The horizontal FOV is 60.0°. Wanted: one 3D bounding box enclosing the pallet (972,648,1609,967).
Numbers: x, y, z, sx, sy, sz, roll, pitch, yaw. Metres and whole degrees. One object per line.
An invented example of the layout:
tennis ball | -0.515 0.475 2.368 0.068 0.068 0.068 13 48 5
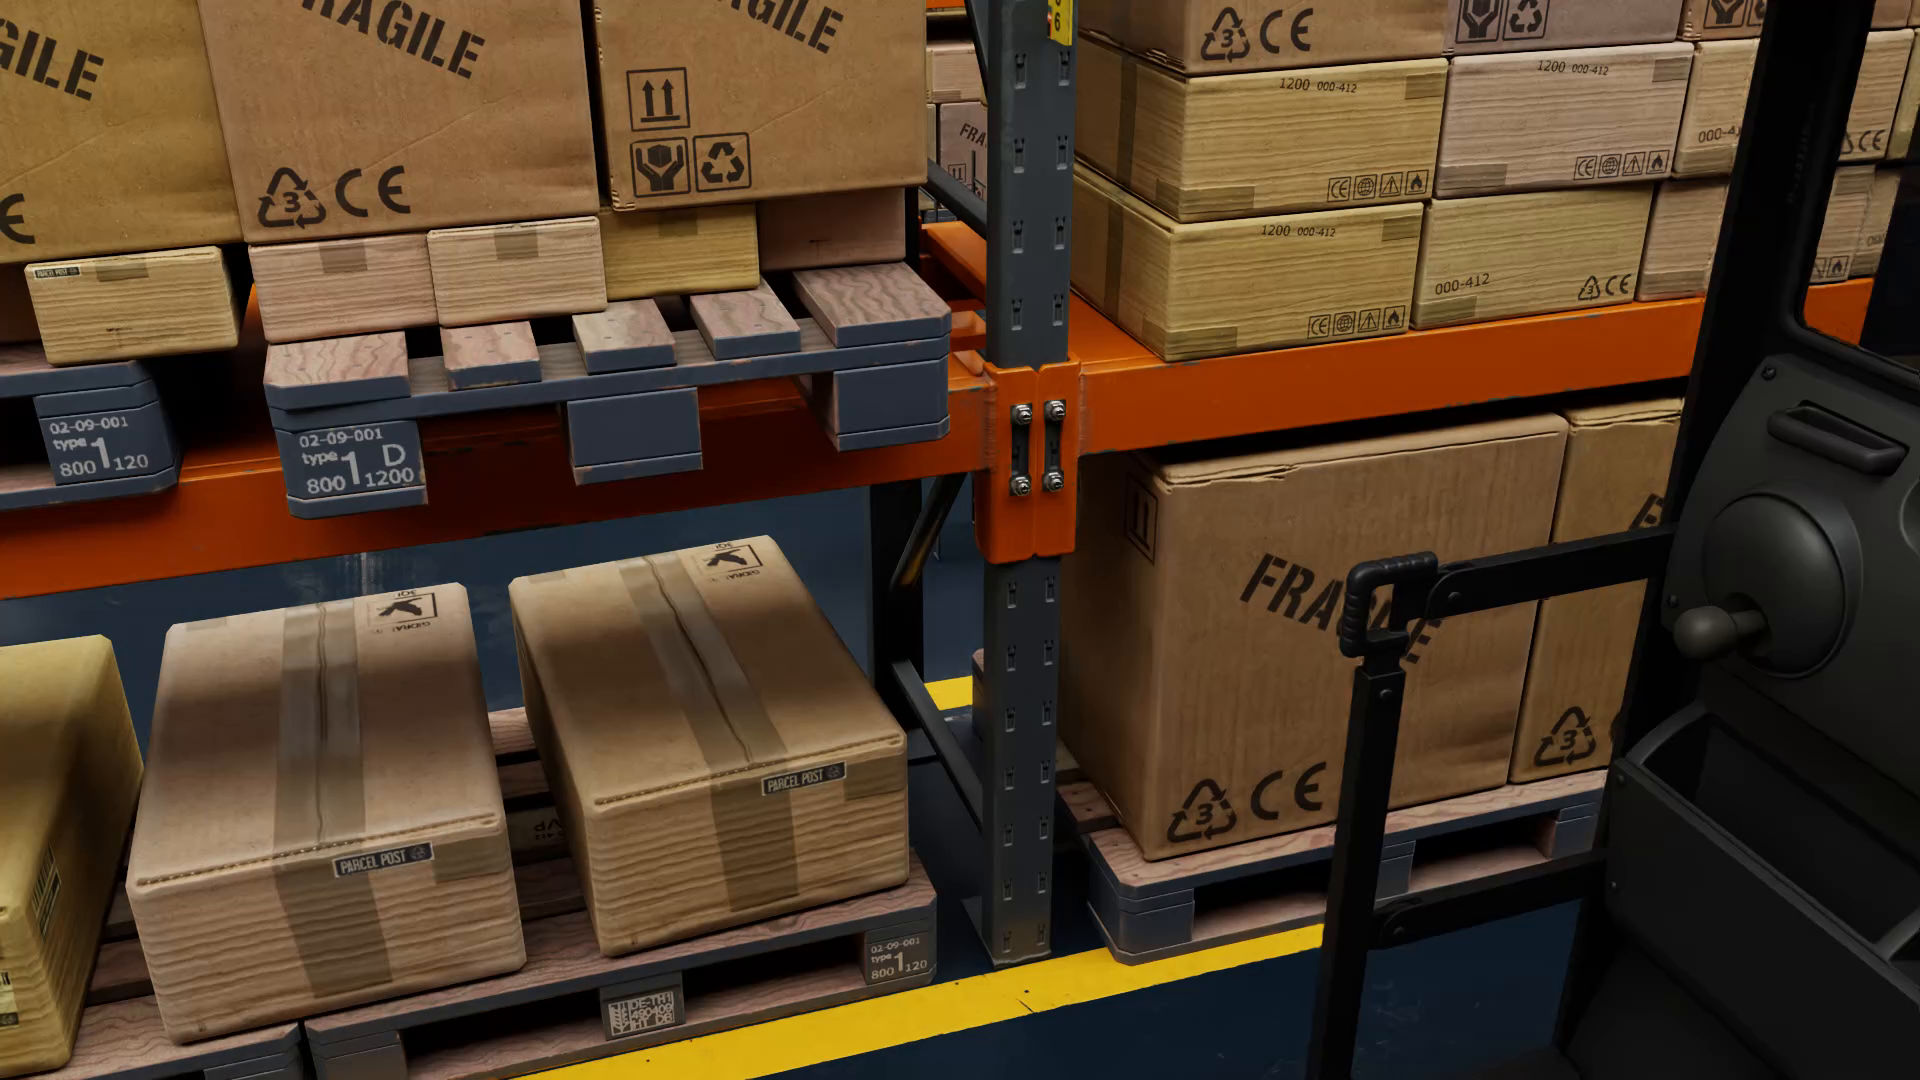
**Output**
pallet | 0.750 0.502 4.001 1.213 0.211 1.003 -8 28 -16

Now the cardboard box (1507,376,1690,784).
cardboard box | 1.509 -0.088 3.970 0.875 0.875 0.875 -8 27 -15

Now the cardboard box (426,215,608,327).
cardboard box | -0.720 -0.480 2.654 0.250 0.149 0.380 -8 28 -17

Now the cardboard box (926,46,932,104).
cardboard box | -0.439 -2.216 7.836 0.500 0.250 0.500 -9 28 -17

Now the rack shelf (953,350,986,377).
rack shelf | -0.014 -0.496 4.999 0.180 0.103 0.258 -8 28 -16

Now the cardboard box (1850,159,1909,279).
cardboard box | 1.972 -0.781 3.619 0.500 0.250 0.500 -8 28 -16

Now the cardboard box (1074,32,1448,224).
cardboard box | 0.535 -0.792 3.079 0.500 0.250 0.500 -8 28 -16

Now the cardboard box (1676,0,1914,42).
cardboard box | 1.487 -1.264 3.187 0.500 0.500 0.500 -7 27 -15

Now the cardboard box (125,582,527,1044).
cardboard box | -1.263 0.497 3.358 0.625 0.372 0.950 -9 28 -17

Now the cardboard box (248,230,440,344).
cardboard box | -0.962 -0.449 2.591 0.250 0.149 0.380 -10 28 -19

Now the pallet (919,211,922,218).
pallet | -0.909 -1.607 8.250 1.213 0.211 1.003 -8 28 -16

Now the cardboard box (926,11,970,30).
cardboard box | -0.118 -2.496 8.400 0.500 0.250 0.500 -8 27 -15

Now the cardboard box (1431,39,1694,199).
cardboard box | 1.027 -0.863 3.221 0.500 0.250 0.500 -8 27 -15

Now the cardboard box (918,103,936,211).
cardboard box | -0.423 -1.878 7.998 0.500 0.500 0.500 -8 27 -15

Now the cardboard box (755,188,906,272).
cardboard box | -0.262 -0.601 2.898 0.250 0.149 0.380 -7 27 -14

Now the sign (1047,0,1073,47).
sign | 0.154 -0.925 2.527 0.005 0.325 0.100 -8 28 -16

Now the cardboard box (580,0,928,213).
cardboard box | -0.369 -0.856 2.682 0.500 0.500 0.500 -9 28 -18

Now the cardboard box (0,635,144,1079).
cardboard box | -1.985 0.599 3.152 0.625 0.372 0.950 -7 27 -14

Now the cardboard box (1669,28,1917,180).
cardboard box | 1.505 -0.926 3.349 0.500 0.250 0.500 -8 28 -16

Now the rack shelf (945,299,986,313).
rack shelf | -0.014 -0.711 4.892 0.180 0.103 0.258 -8 28 -16

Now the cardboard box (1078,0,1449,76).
cardboard box | 0.522 -1.127 2.911 0.500 0.500 0.500 -9 28 -18

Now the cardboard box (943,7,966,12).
cardboard box | 0.109 -4.551 12.961 0.875 0.875 1.225 -8 28 -16

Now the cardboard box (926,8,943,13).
cardboard box | -0.740 -4.427 12.712 0.875 0.875 1.225 -9 28 -18

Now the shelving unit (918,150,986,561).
shelving unit | -0.014 -0.535 4.979 0.189 1.200 0.258 -8 28 -16

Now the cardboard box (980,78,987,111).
cardboard box | 0.359 -1.001 3.500 0.500 0.250 0.500 -8 28 -16

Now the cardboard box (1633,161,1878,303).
cardboard box | 1.504 -0.712 3.479 0.500 0.250 0.500 -7 27 -14

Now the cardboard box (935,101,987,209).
cardboard box | 0.063 -1.951 8.144 0.500 0.500 0.500 -9 28 -17

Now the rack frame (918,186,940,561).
rack frame | -0.101 -0.523 4.954 0.006 1.200 0.240 -8 28 -16

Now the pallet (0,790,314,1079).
pallet | -1.925 0.852 3.296 1.213 0.211 1.003 -8 28 -16

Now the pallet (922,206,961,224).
pallet | 0.249 -1.774 8.585 1.213 0.211 1.003 -8 28 -16

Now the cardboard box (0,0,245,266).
cardboard box | -1.337 -0.710 2.388 0.500 0.500 0.500 -10 28 -20

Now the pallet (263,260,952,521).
pallet | -0.668 -0.441 2.981 1.003 0.211 1.213 -8 28 -16

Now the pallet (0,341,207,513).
pallet | -1.893 -0.294 2.685 1.213 0.211 1.003 -8 28 -16

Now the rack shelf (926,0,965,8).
rack shelf | 0.250 -2.702 8.129 4.000 0.370 1.077 -8 28 -16

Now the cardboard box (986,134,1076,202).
cardboard box | 0.377 -0.782 3.621 0.500 0.250 0.500 -9 28 -18

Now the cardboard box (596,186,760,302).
cardboard box | -0.494 -0.534 2.762 0.250 0.149 0.380 -8 27 -15

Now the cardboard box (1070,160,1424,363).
cardboard box | 0.520 -0.564 3.181 0.500 0.250 0.500 -9 28 -17

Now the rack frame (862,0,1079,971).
rack frame | -0.023 -0.670 3.227 0.127 3.000 1.000 -8 28 -16

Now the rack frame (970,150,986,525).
rack frame | 0.073 -0.548 5.005 0.006 1.200 0.240 -8 28 -16

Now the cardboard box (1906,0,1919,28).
cardboard box | 1.968 -1.332 3.324 0.500 0.500 0.500 -8 27 -15

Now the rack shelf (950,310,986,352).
rack shelf | -0.014 -0.603 4.946 0.180 0.103 0.258 -8 28 -16

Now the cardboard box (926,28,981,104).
cardboard box | 0.035 -2.279 7.962 0.500 0.250 0.500 -8 28 -16

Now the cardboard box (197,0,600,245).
cardboard box | -0.857 -0.780 2.529 0.500 0.500 0.500 -9 28 -17

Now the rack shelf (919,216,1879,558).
rack shelf | 1.879 -0.623 3.941 4.000 0.370 1.077 -8 28 -16

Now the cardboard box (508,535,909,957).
cardboard box | -0.563 0.392 3.569 0.625 0.372 0.950 -10 28 -20

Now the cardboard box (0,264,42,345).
cardboard box | -1.497 -0.424 2.540 0.250 0.149 0.380 -8 28 -16

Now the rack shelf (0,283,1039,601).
rack shelf | -1.925 -0.073 2.832 4.000 0.370 1.077 -8 28 -16

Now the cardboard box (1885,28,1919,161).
cardboard box | 1.991 -0.991 3.479 0.500 0.250 0.500 -8 27 -15

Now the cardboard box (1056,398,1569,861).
cardboard box | 0.659 0.033 3.726 0.875 0.875 0.875 -8 28 -17

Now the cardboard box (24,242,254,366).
cardboard box | -1.219 -0.405 2.502 0.250 0.149 0.380 -8 27 -15

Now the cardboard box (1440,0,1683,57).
cardboard box | 0.990 -1.200 3.056 0.500 0.500 0.500 -8 28 -16

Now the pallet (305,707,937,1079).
pallet | -0.767 0.686 3.631 1.213 0.211 1.003 -8 28 -16

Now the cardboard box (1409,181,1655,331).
cardboard box | 1.003 -0.642 3.339 0.500 0.250 0.500 -9 28 -18
